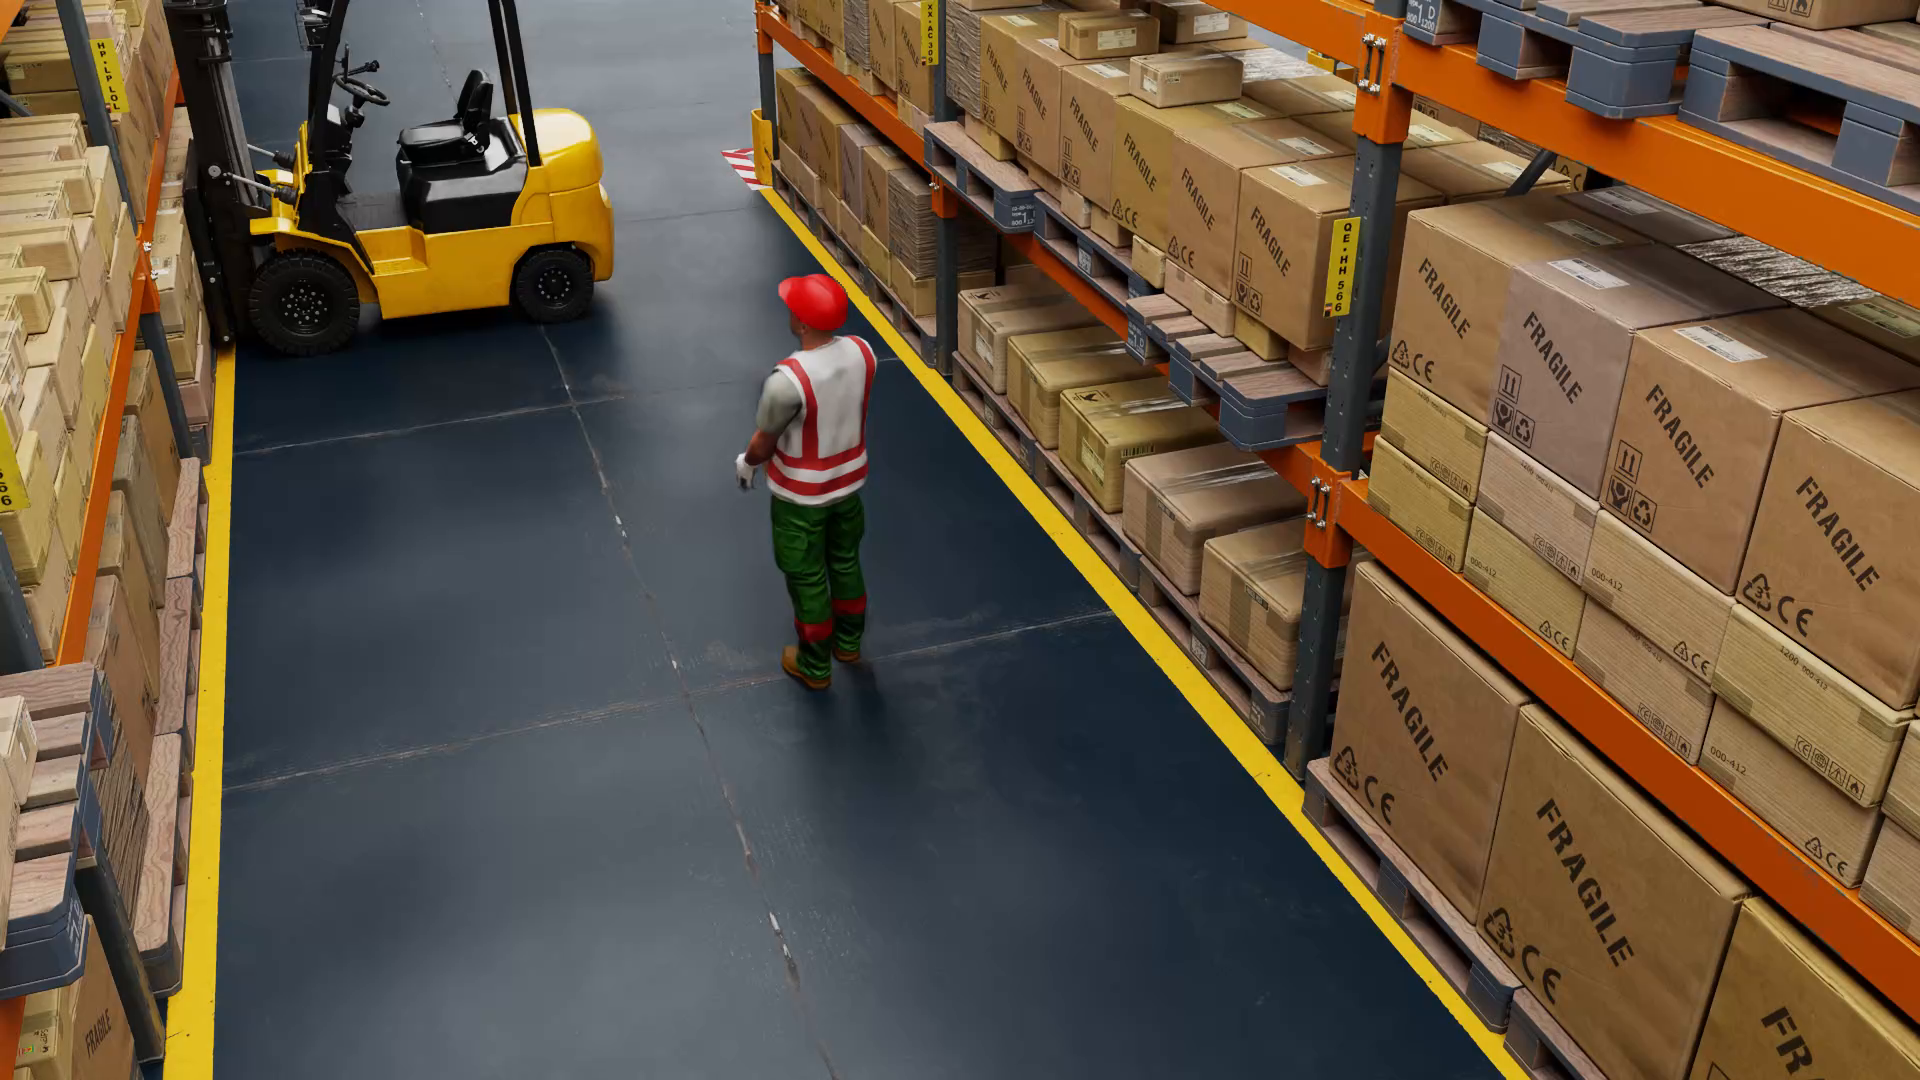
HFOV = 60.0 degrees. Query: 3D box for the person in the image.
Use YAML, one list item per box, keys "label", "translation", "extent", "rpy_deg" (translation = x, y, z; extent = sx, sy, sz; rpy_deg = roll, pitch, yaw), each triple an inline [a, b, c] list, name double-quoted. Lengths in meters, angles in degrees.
- label: "person"
  translation: [-0.595, -0.234, 6.514]
  extent: [0.556, 1.791, 0.528]
  rpy_deg: [-26, 39, -38]
